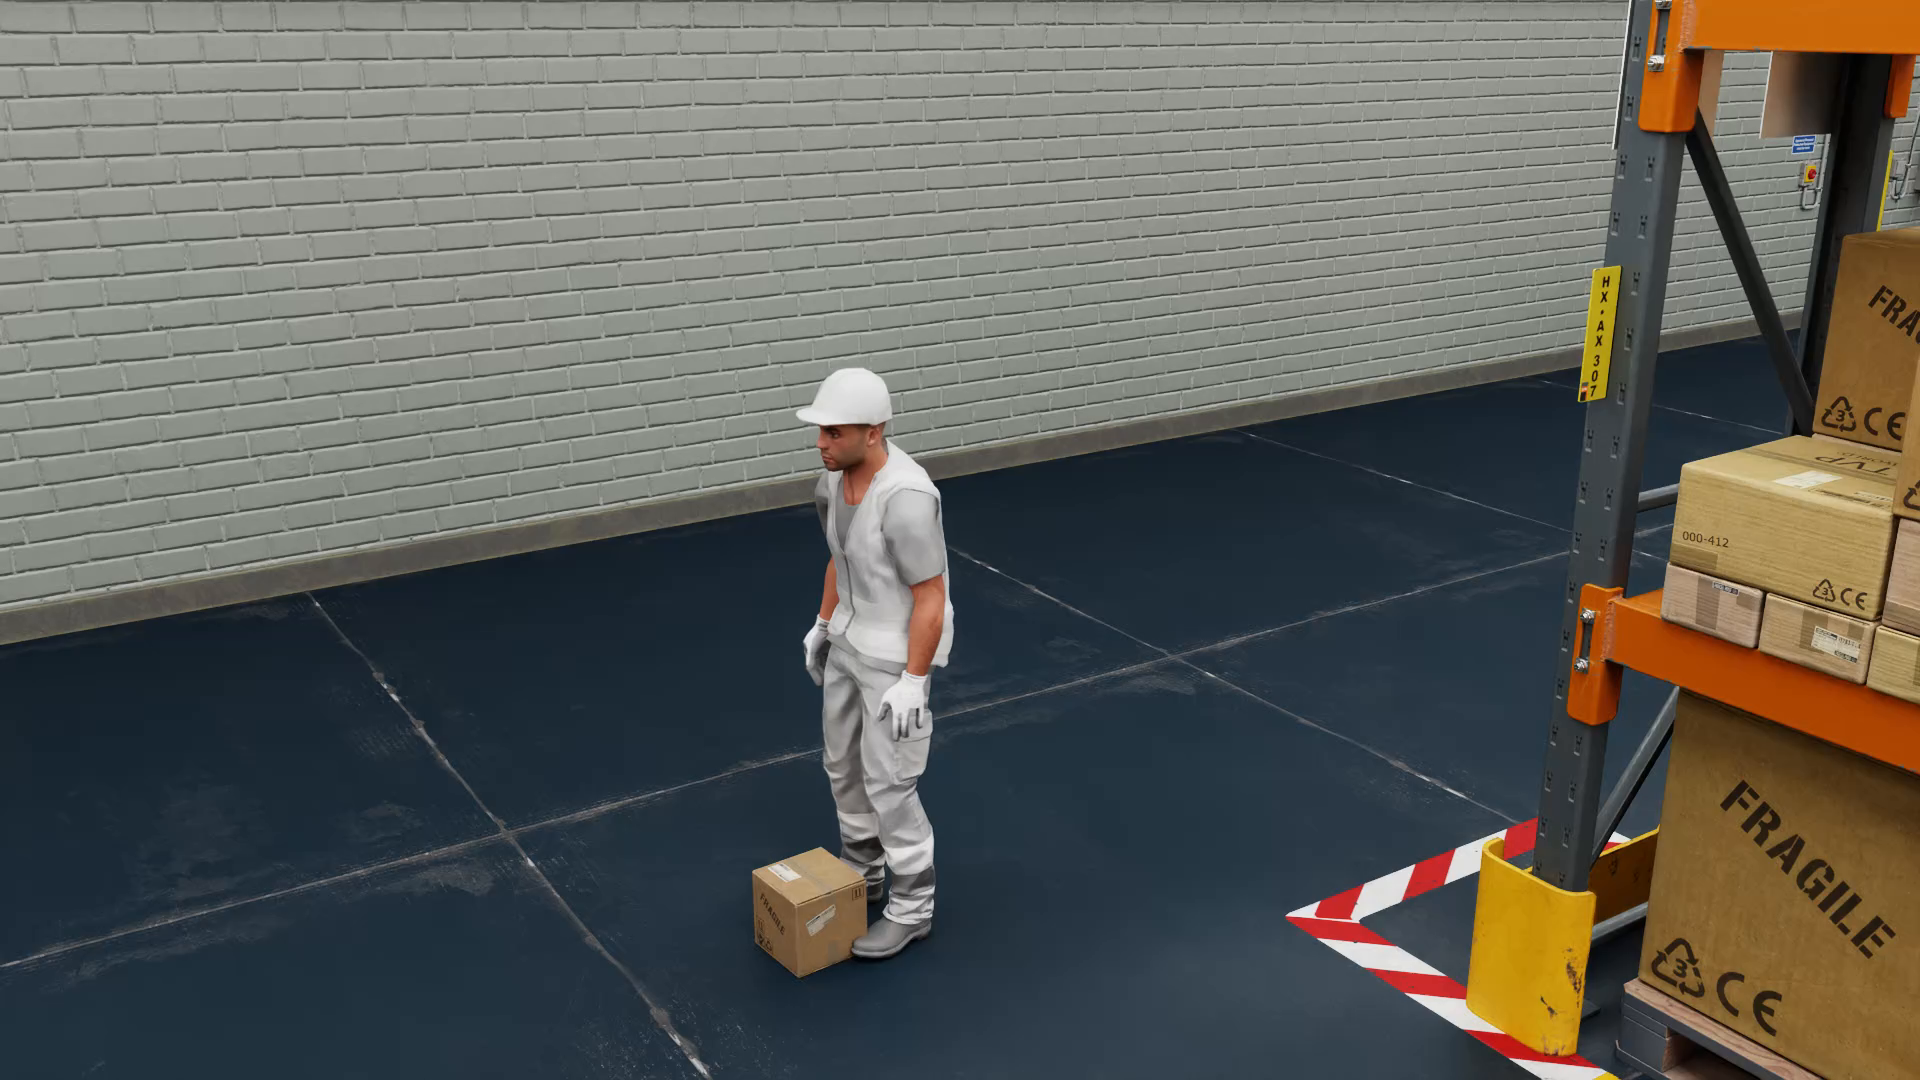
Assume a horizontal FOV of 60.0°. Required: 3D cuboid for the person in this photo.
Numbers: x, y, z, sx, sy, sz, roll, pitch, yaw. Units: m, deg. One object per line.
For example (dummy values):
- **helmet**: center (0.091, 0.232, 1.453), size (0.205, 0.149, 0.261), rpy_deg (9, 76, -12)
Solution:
- **person**: center (-0.264, 0.358, 4.921), size (0.448, 1.780, 0.609), rpy_deg (-11, 21, -31)
